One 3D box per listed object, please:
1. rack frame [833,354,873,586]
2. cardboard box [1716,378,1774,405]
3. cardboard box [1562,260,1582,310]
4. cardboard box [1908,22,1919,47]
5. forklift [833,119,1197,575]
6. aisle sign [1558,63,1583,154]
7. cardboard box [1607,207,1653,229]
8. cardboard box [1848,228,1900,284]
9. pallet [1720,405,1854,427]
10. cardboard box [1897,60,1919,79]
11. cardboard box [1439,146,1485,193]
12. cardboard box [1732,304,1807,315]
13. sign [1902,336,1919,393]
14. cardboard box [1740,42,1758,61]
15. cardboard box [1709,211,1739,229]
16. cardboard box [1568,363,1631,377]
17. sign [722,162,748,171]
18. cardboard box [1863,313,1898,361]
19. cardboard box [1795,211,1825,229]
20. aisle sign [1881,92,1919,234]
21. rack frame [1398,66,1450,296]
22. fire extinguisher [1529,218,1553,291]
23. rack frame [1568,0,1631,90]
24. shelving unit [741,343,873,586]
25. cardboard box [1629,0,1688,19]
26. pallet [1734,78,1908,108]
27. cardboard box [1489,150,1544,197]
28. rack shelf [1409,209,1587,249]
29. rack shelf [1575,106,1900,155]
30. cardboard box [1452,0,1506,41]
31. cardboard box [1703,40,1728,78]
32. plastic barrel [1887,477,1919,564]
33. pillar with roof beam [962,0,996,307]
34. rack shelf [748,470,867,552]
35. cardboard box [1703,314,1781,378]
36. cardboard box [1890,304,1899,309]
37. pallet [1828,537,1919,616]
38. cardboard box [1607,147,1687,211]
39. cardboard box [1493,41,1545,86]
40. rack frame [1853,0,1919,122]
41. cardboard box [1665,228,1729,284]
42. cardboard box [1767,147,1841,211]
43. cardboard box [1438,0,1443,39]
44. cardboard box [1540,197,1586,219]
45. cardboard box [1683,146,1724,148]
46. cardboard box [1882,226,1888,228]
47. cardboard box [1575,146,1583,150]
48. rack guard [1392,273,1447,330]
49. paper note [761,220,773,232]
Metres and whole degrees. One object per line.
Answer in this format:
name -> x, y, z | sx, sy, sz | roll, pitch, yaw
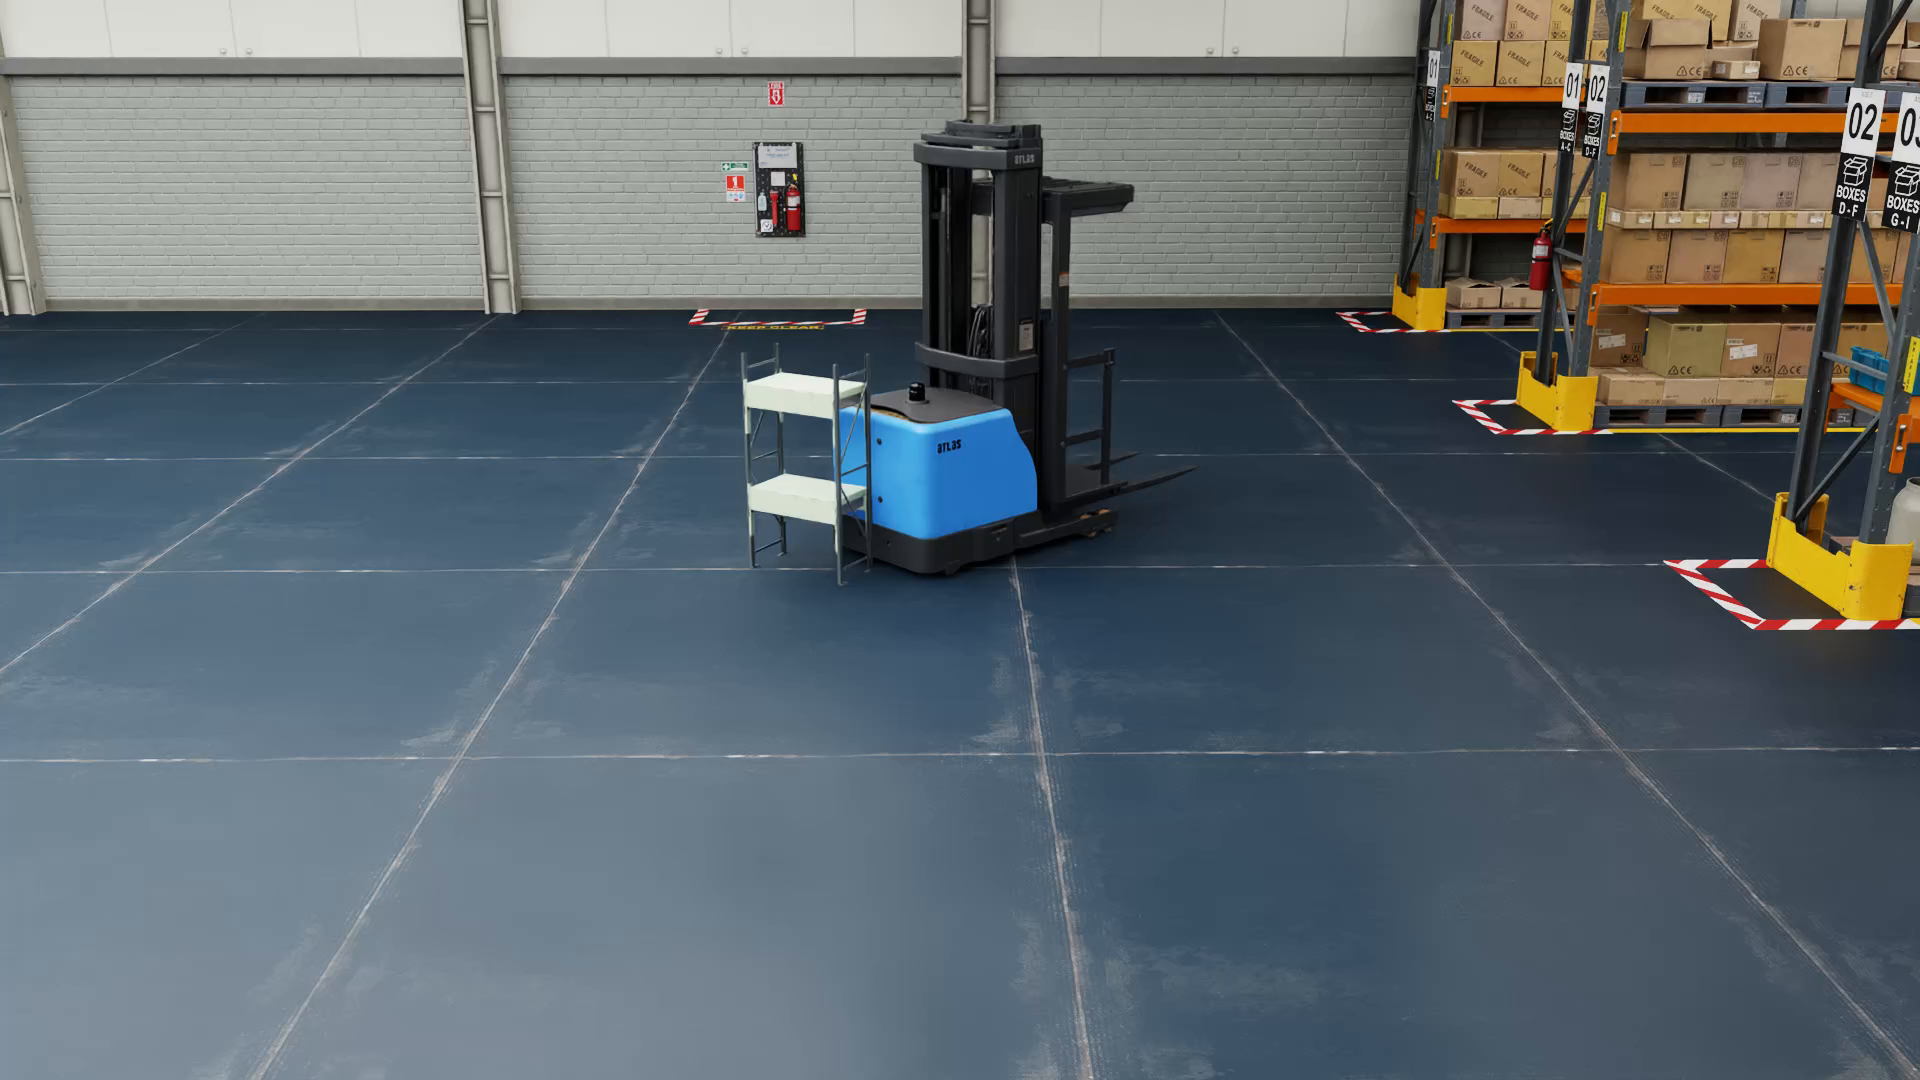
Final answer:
rack frame -> -0.704, -0.459, 11.023 | 0.023, 1.500, 0.400 | 10, 20, 29
cardboard box -> 7.156, -1.428, 15.403 | 0.500, 0.250, 0.500 | 0, 18, -1
cardboard box -> 7.533, -3.096, 20.161 | 0.500, 0.500, 0.700 | -1, 18, -4
cardboard box -> 11.316, -5.789, 19.422 | 0.500, 0.500, 0.500 | -1, 18, -3
forklift -> 0.530, -1.519, 11.984 | 3.031, 2.935, 1.130 | -16, 24, -40
aisle sign -> 5.547, -3.924, 15.114 | 0.004, 0.787, 0.394 | 0, 18, -1
cardboard box -> 6.013, -2.890, 14.919 | 0.250, 0.149, 0.380 | 0, 18, -1
cardboard box -> 8.144, -2.654, 15.247 | 0.500, 0.500, 0.700 | 0, 18, 0
pallet -> 7.598, -1.291, 15.726 | 1.213, 0.211, 1.003 | 0, 18, -1
cardboard box -> 8.415, -4.102, 14.509 | 0.250, 0.149, 0.380 | 0, 18, -1
cardboard box -> 6.003, -4.472, 20.064 | 0.500, 0.500, 0.500 | 0, 18, -1
cardboard box -> 7.648, -1.950, 15.801 | 0.500, 0.500, 0.500 | 0, 18, -1
sign -> 5.696, -1.048, 9.951 | 0.005, 0.325, 0.100 | 0, 18, -1
cardboard box -> 7.320, -4.338, 14.980 | 0.500, 0.311, 0.500 | 2, 18, 6
cardboard box -> 6.778, -2.893, 14.930 | 0.250, 0.149, 0.380 | -1, 18, -2
cardboard box -> 6.148, -1.581, 15.878 | 0.500, 0.250, 0.500 | 0, 18, -1
sign -> -2.799, -4.644, 20.687 | 0.331, 0.109, 0.001 | 0, 18, -1
cardboard box -> 8.656, -1.796, 15.323 | 0.500, 0.500, 0.500 | 0, 18, -1
cardboard box -> 7.550, -2.897, 14.942 | 0.250, 0.149, 0.380 | 0, 18, 0
aisle sign -> 5.624, -2.232, 9.840 | 0.004, 0.787, 0.394 | 0, 18, -1
rack frame -> 5.535, -4.110, 19.949 | 0.127, 3.000, 1.000 | 0, 18, -1
fire extinguisher -> 5.491, -2.702, 15.685 | 0.183, 0.674, 0.296 | 0, 18, -1
rack frame -> 5.617, -5.454, 14.317 | 0.127, 3.000, 1.000 | 0, 18, -1
shelving unit -> -1.021, -0.515, 11.198 | 0.755, 1.500, 0.431 | 10, 20, 29
cardboard box -> 7.968, -5.994, 19.078 | 0.500, 0.500, 0.500 | -1, 18, -3
pallet -> 7.547, -3.986, 14.795 | 1.213, 0.211, 1.003 | 0, 18, -1
cardboard box -> 6.511, -4.315, 19.573 | 0.500, 0.500, 0.500 | 0, 18, -1
rack shelf -> 7.535, -3.777, 20.089 | 4.000, 0.370, 1.077 | 0, 18, -1
rack shelf -> 7.617, -3.693, 14.915 | 4.000, 0.370, 1.077 | 0, 18, -1
cardboard box -> 5.924, -5.999, 19.095 | 0.500, 0.500, 0.500 | -2, 18, -5
cardboard box -> 8.528, -5.538, 19.294 | 0.500, 0.500, 0.500 | -2, 18, -6
plastic barrel -> 6.348, -0.126, 10.915 | 0.421, 0.512, 0.421 | 0, 18, 0
pillar with roof beam -> 0.290, -5.890, 15.678 | 0.400, 9.000, 9.100 | 0, 18, -1
rack shelf -> -1.021, -0.205, 11.298 | 0.720, 0.370, 0.431 | 10, 20, 29
cardboard box -> 7.156, -1.789, 15.300 | 0.500, 0.500, 0.500 | 0, 18, -1
cardboard box -> 9.148, -1.958, 15.825 | 0.500, 0.500, 0.500 | 0, 18, -1
pallet -> 6.579, 0.227, 10.996 | 1.213, 0.211, 1.003 | 0, 18, -1
cardboard box -> 6.137, -3.261, 15.015 | 0.500, 0.500, 0.700 | 0, 18, -1
cardboard box -> 6.411, -5.512, 19.214 | 0.500, 0.500, 0.500 | 1, 18, 3
rack frame -> 5.691, -3.941, 9.600 | 0.127, 3.000, 1.000 | 0, 18, -1
cardboard box -> 6.609, -2.647, 15.225 | 0.500, 0.500, 0.700 | 0, 18, 1
cardboard box -> 7.667, -3.270, 15.044 | 0.500, 0.500, 0.700 | 0, 18, -1
cardboard box -> 5.962, -6.154, 19.575 | 0.500, 0.500, 0.500 | 1, 18, 2
cardboard box -> 7.056, -3.961, 19.697 | 0.500, 0.250, 0.500 | -1, 18, -2
cardboard box -> 9.061, -4.486, 20.106 | 0.500, 0.500, 0.500 | -1, 18, -2
cardboard box -> 8.330, -2.902, 14.957 | 0.250, 0.149, 0.380 | 0, 18, -1
cardboard box -> 7.527, -4.478, 20.082 | 0.500, 0.500, 0.500 | 0, 18, 0
rack guard -> 5.611, -2.920, 20.332 | 0.348, 0.500, 1.175 | 0, 18, -1
paper note -> -2.428, -3.949, 20.890 | 0.142, 0.148, 0.016 | 0, 18, -1
